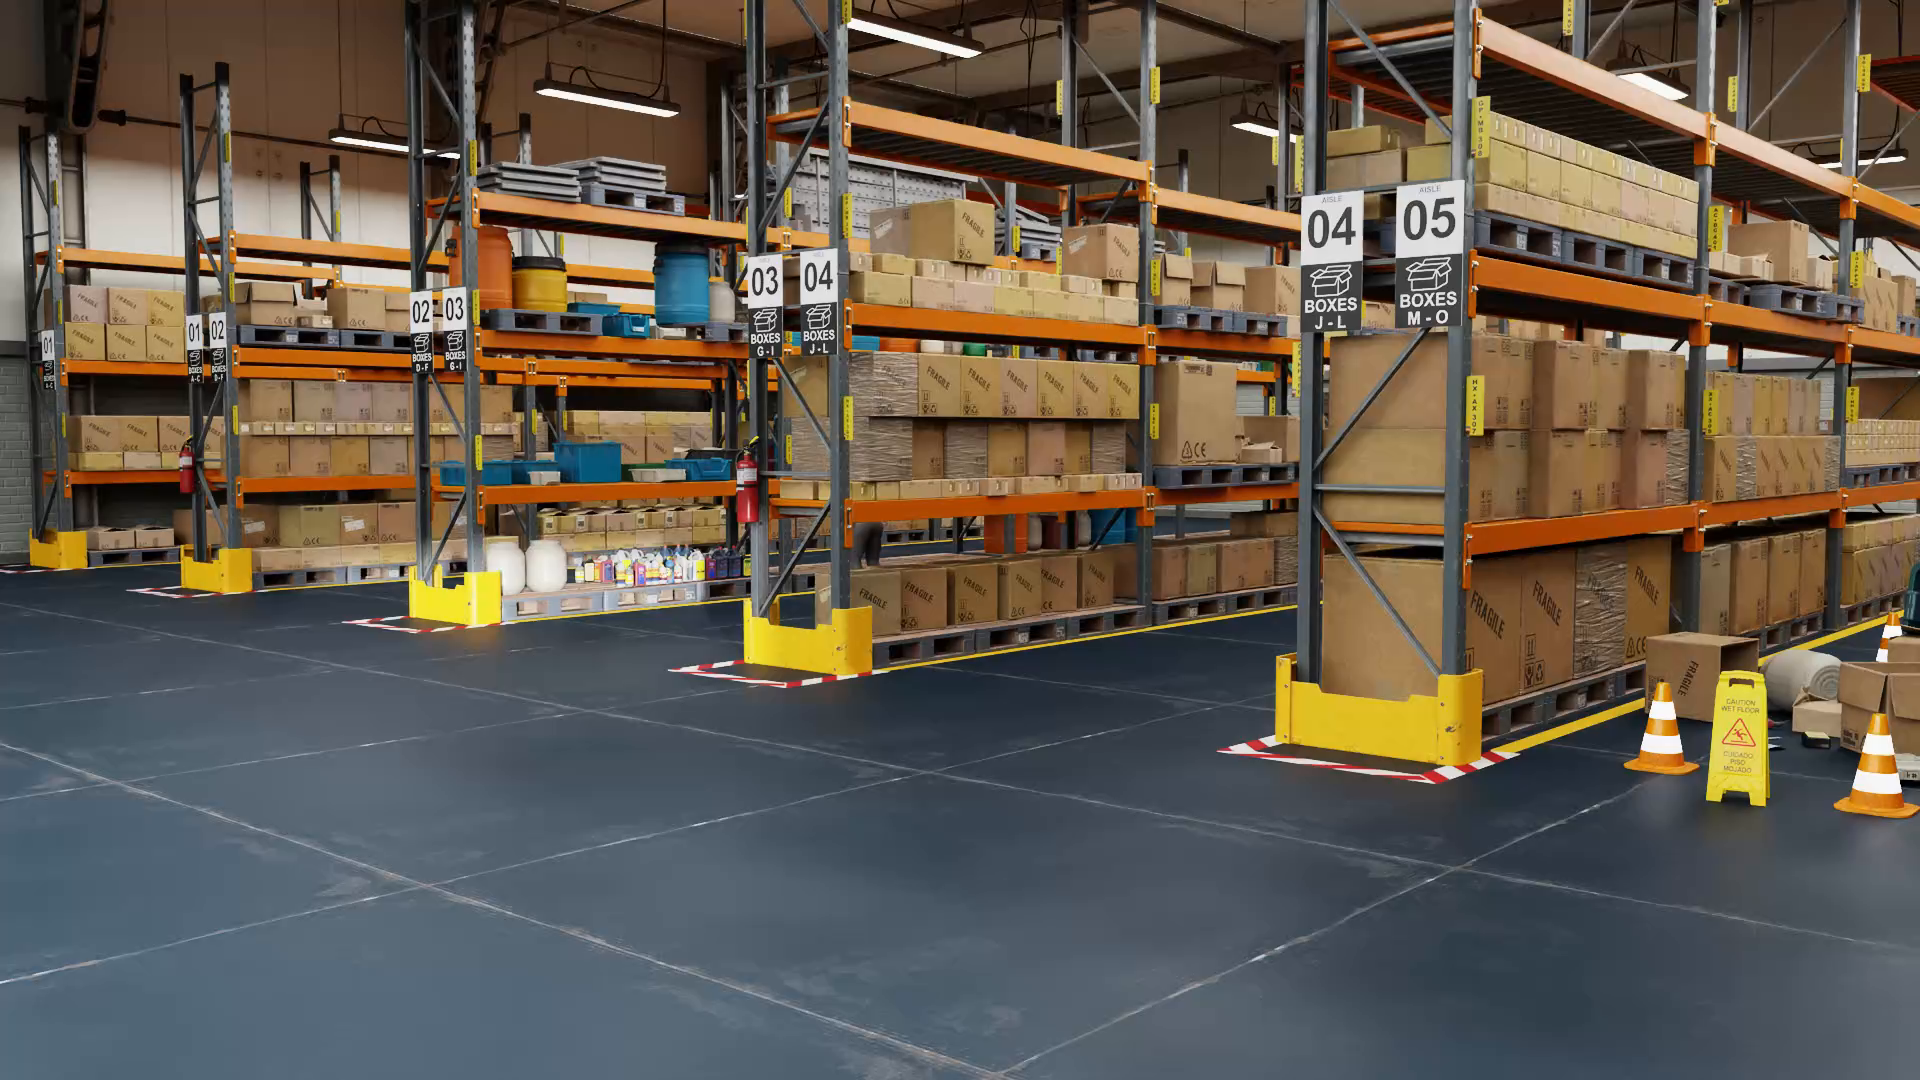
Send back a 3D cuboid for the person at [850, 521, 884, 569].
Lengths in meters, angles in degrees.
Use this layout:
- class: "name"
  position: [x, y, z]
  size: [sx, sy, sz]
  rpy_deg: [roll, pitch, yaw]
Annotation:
- class: "person"
  position: [-1.022, -0.115, 17.543]
  size: [0.392, 1.626, 0.504]
  rpy_deg: [3, 5, 41]
